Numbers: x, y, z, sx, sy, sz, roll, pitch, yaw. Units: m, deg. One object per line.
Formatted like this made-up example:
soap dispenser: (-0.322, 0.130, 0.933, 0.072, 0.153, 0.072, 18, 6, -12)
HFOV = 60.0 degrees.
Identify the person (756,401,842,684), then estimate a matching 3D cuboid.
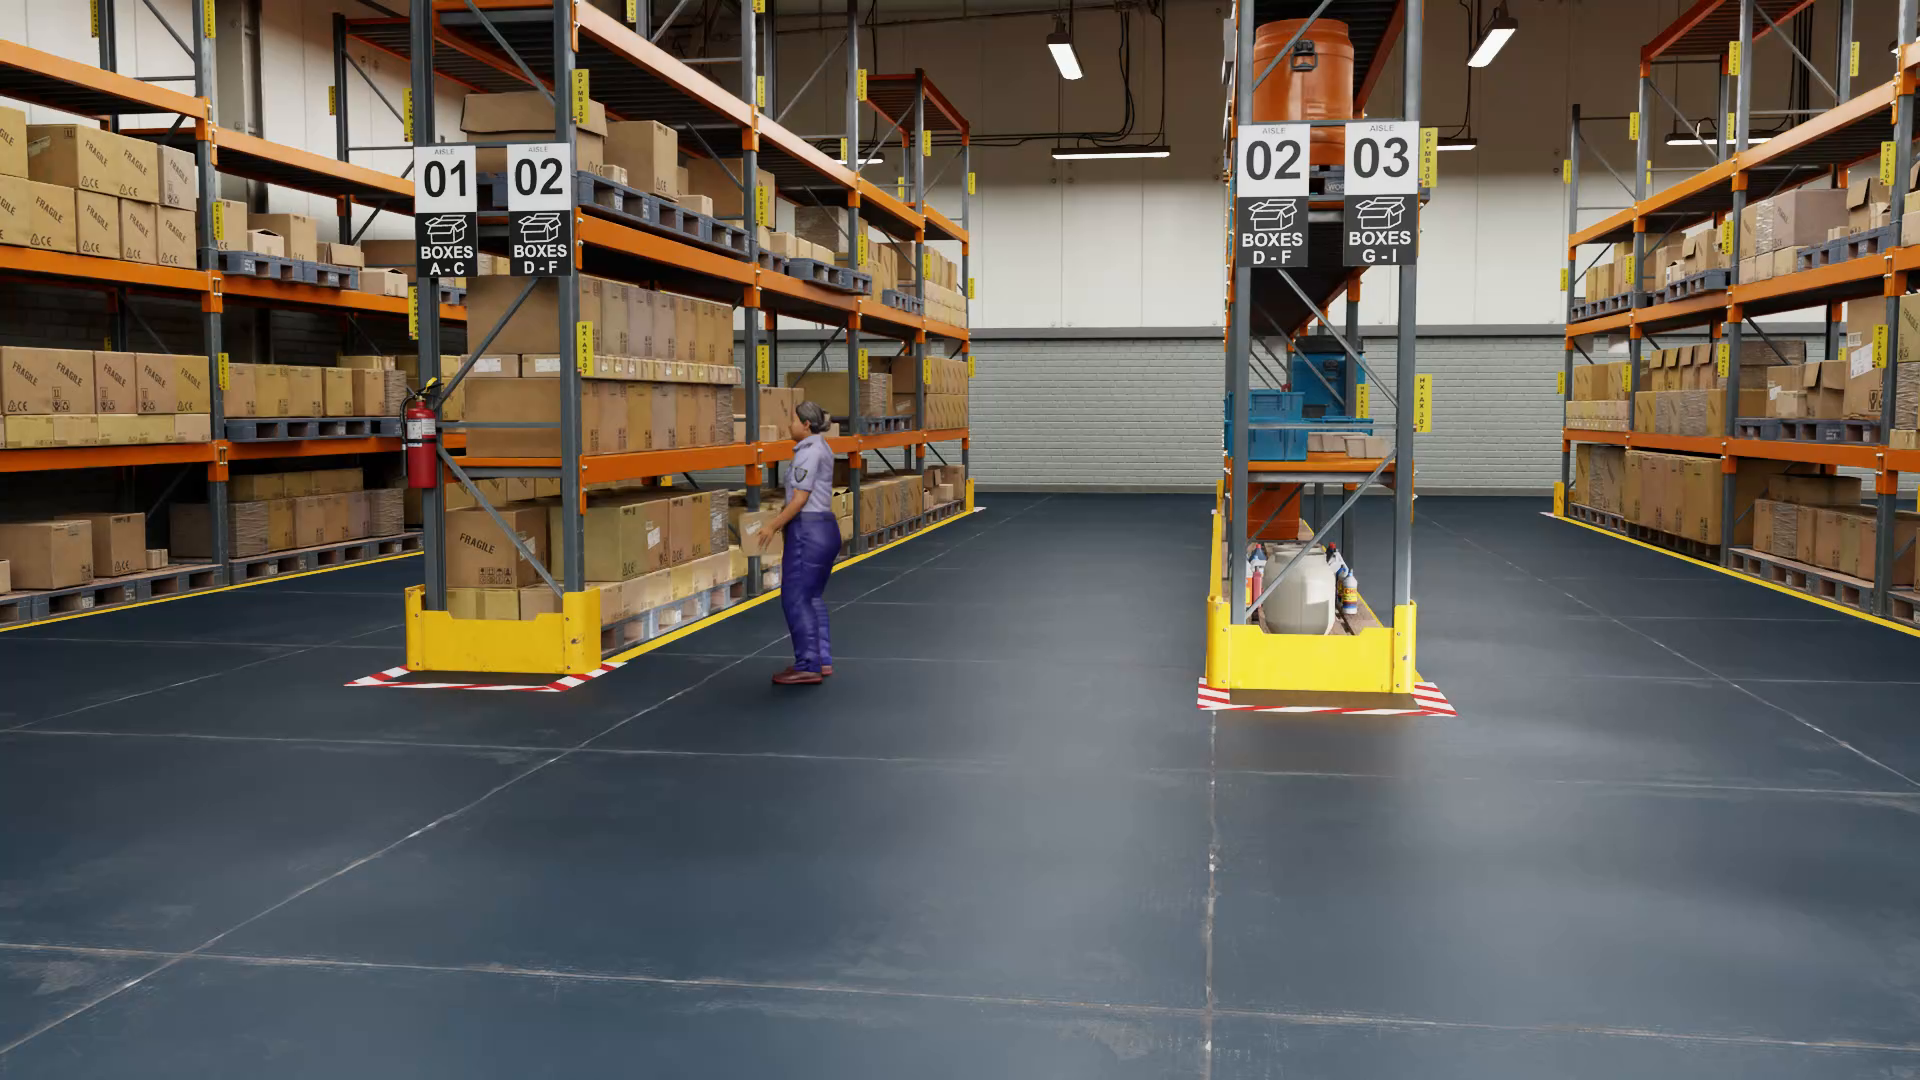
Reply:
person: (-0.948, 0.009, 9.836, 0.463, 1.652, 0.494, 1, 5, 8)
